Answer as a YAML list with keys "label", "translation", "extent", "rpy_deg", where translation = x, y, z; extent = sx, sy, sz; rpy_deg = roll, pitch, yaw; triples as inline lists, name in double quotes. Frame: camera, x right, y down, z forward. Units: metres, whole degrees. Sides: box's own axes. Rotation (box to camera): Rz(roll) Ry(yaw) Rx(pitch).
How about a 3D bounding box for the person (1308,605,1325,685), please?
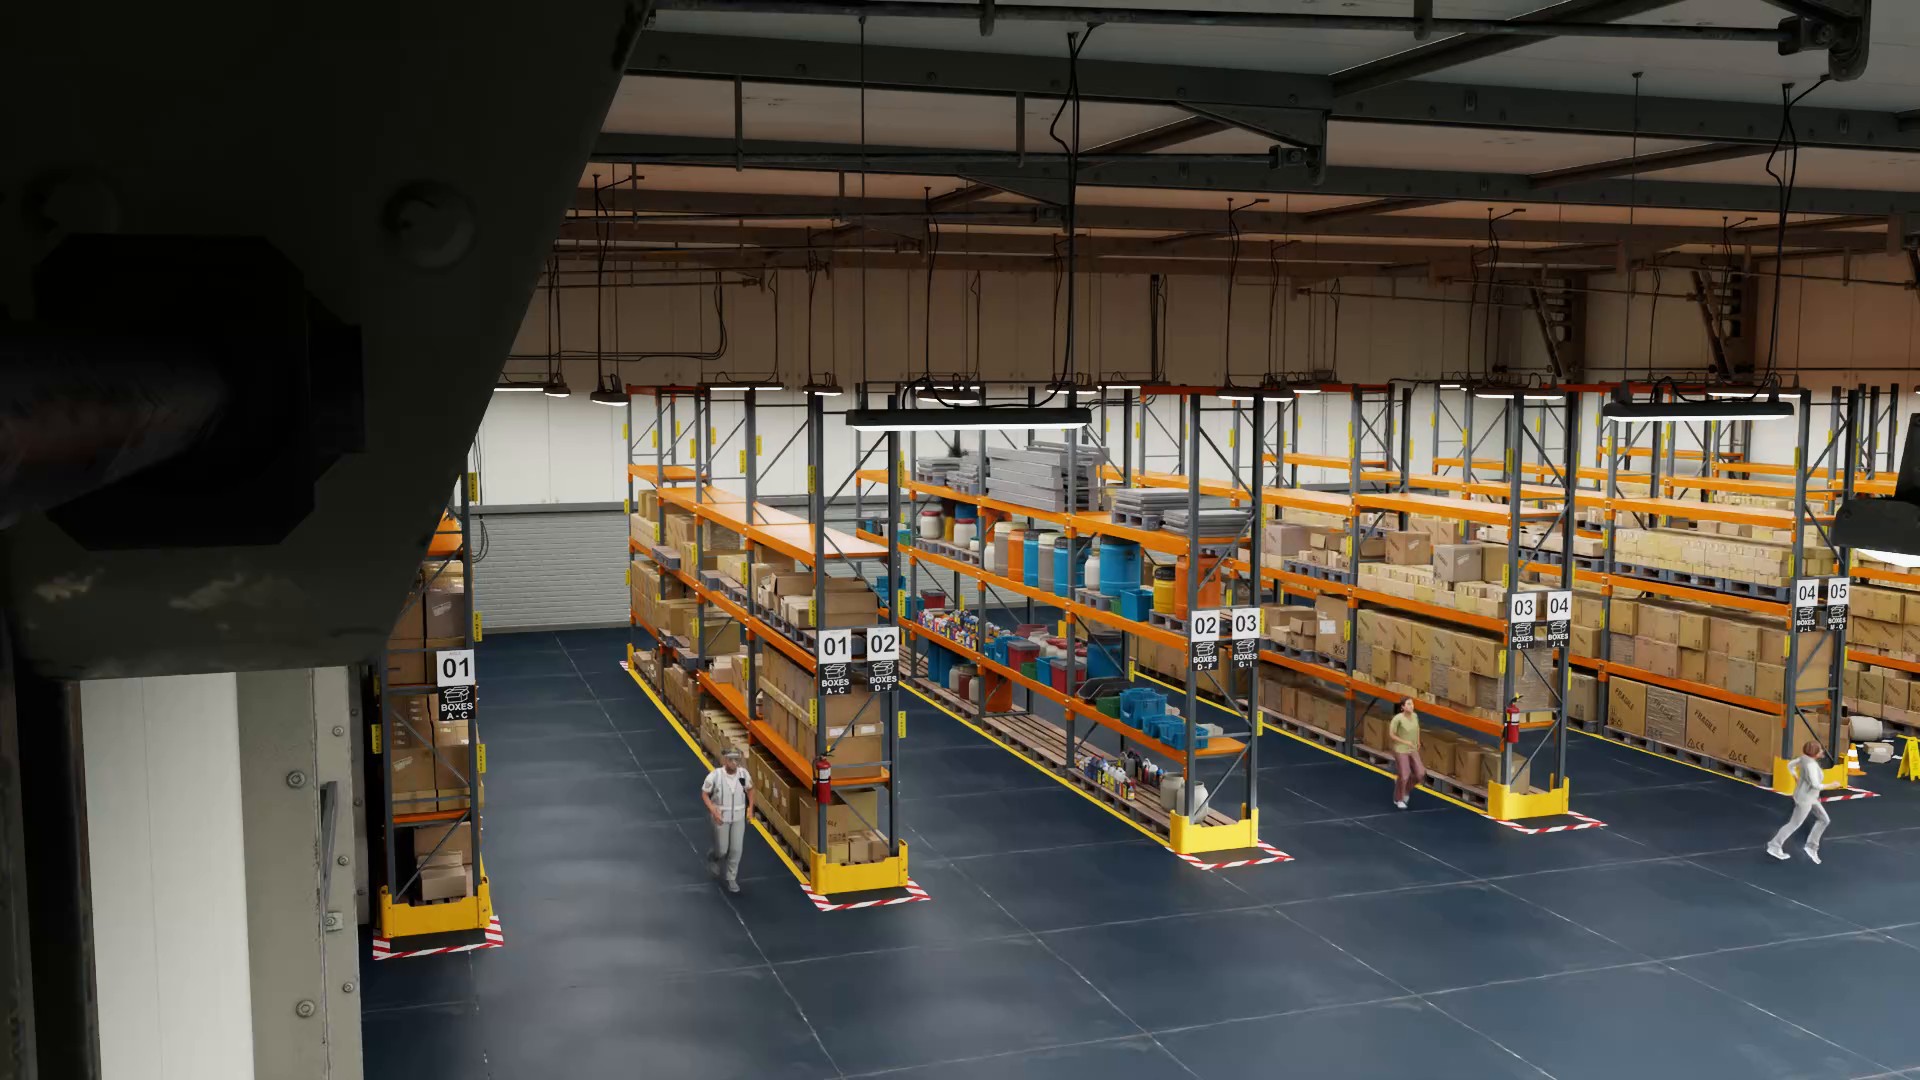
- label: "person"
  translation: [6.907, 2.115, 32.124]
  extent: [0.727, 1.760, 1.022]
  rpy_deg: [-2, 6, -20]

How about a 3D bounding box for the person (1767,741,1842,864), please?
- label: "person"
  translation: [10.796, 3.345, 21.258]
  extent: [0.822, 1.613, 0.547]
  rpy_deg: [2, 6, 22]

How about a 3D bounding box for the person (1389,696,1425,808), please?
- label: "person"
  translation: [6.445, 3.050, 23.901]
  extent: [0.602, 1.639, 0.544]
  rpy_deg: [-2, 6, -22]

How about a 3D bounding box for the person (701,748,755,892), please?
- label: "person"
  translation: [-2.841, 3.374, 20.406]
  extent: [0.686, 1.750, 0.693]
  rpy_deg: [-3, 6, -25]
